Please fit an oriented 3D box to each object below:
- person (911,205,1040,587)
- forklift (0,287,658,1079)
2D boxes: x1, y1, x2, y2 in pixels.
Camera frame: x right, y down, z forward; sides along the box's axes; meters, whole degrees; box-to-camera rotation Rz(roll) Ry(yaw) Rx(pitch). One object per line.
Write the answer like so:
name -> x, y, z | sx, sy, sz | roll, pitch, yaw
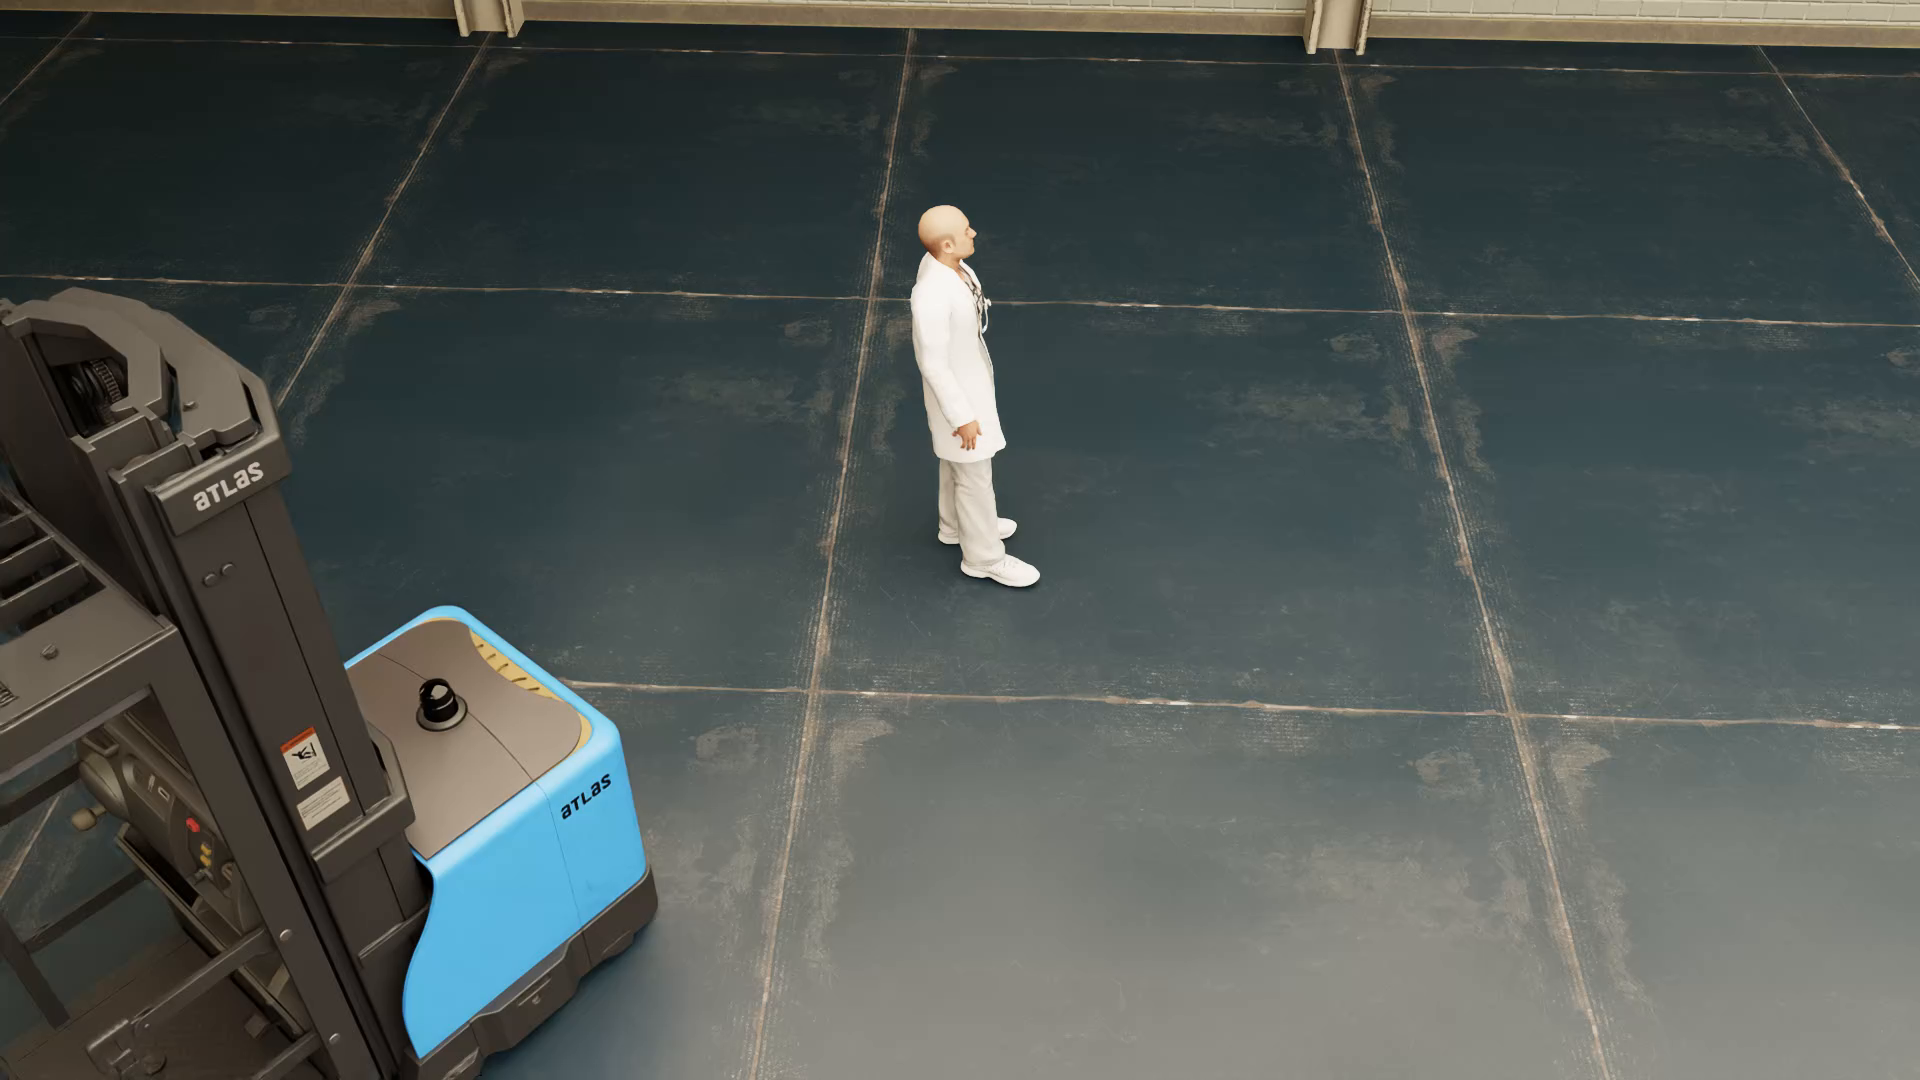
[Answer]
person -> 0.091, -0.656, 7.306 | 0.578, 1.777, 0.696 | 2, 42, 2
forklift -> -2.487, 0.888, 4.770 | 1.130, 2.935, 3.031 | 30, 50, 29
